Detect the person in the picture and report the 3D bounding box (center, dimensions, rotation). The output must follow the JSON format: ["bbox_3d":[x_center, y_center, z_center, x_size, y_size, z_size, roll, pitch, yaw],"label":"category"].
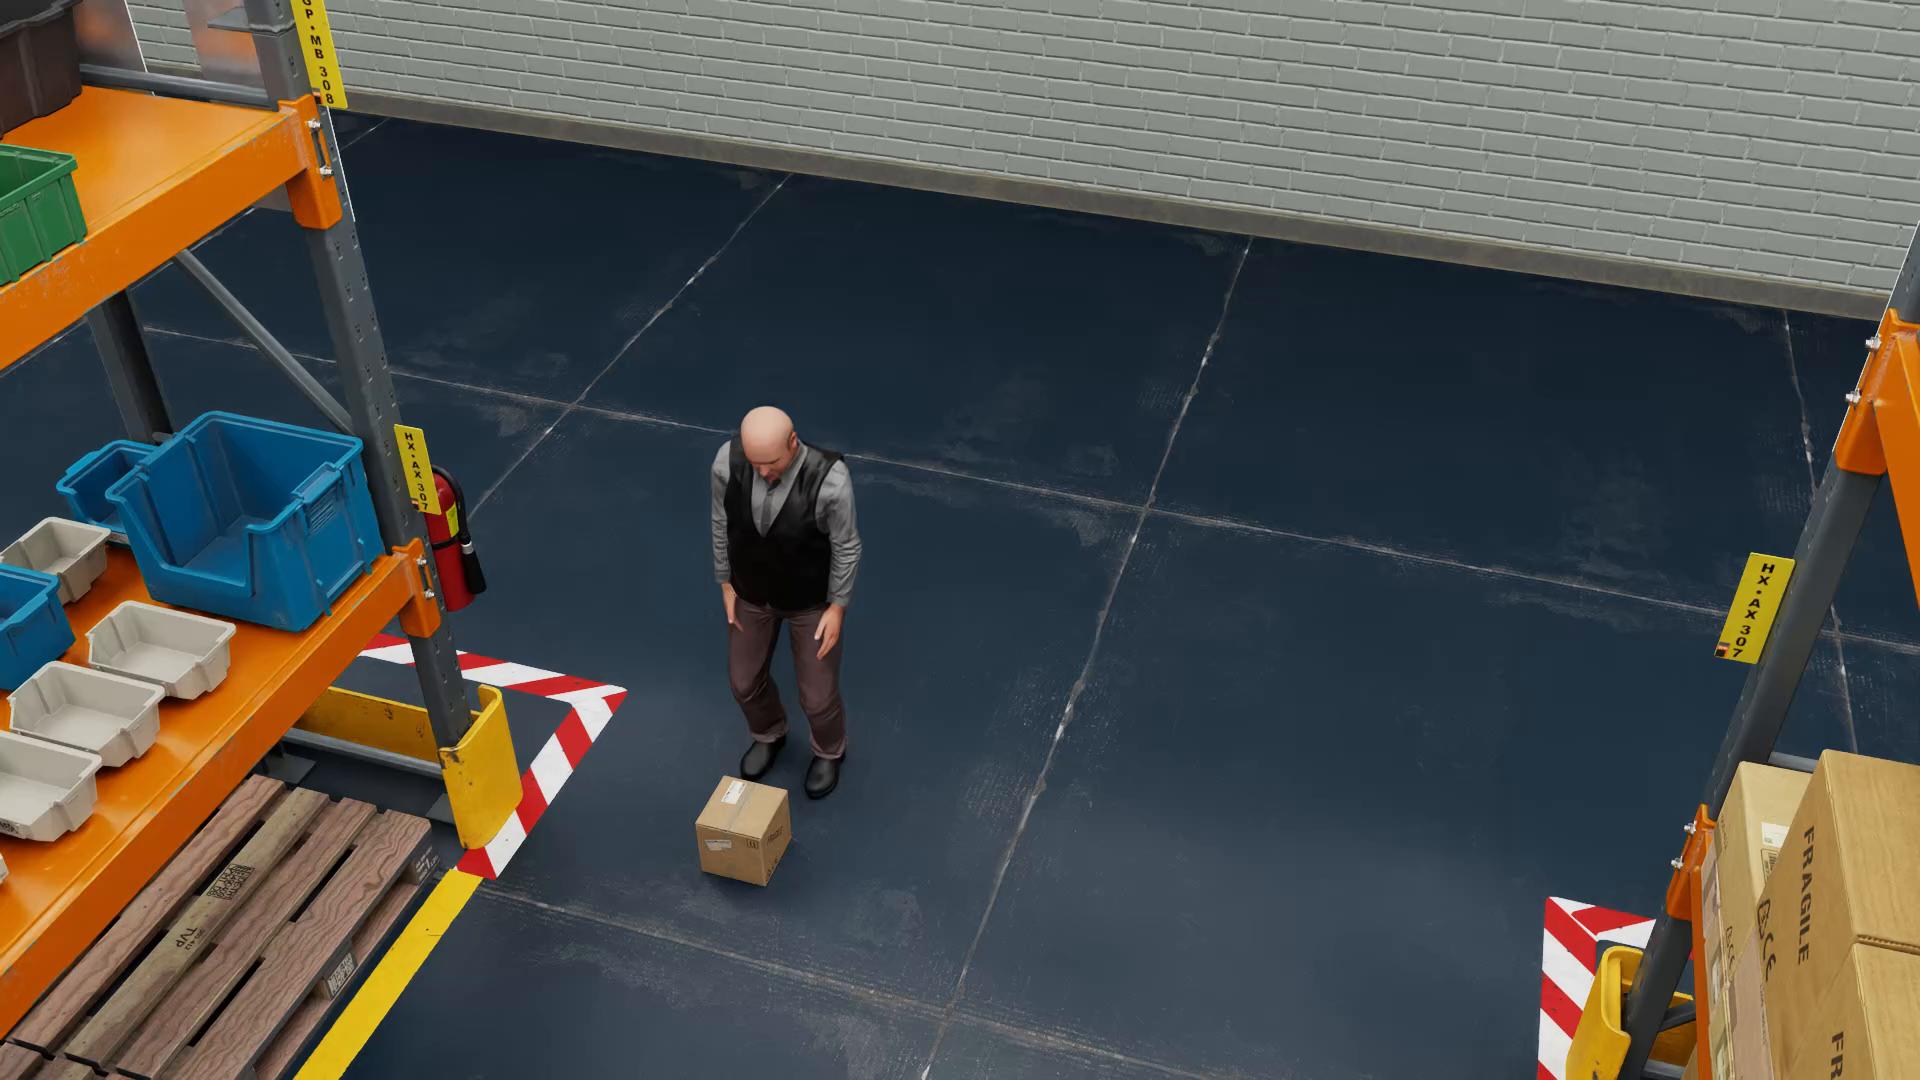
[{"bbox_3d":[-0.603,0.202,5.944,0.556,1.679,0.423,12,38,15],"label":"person"}]
